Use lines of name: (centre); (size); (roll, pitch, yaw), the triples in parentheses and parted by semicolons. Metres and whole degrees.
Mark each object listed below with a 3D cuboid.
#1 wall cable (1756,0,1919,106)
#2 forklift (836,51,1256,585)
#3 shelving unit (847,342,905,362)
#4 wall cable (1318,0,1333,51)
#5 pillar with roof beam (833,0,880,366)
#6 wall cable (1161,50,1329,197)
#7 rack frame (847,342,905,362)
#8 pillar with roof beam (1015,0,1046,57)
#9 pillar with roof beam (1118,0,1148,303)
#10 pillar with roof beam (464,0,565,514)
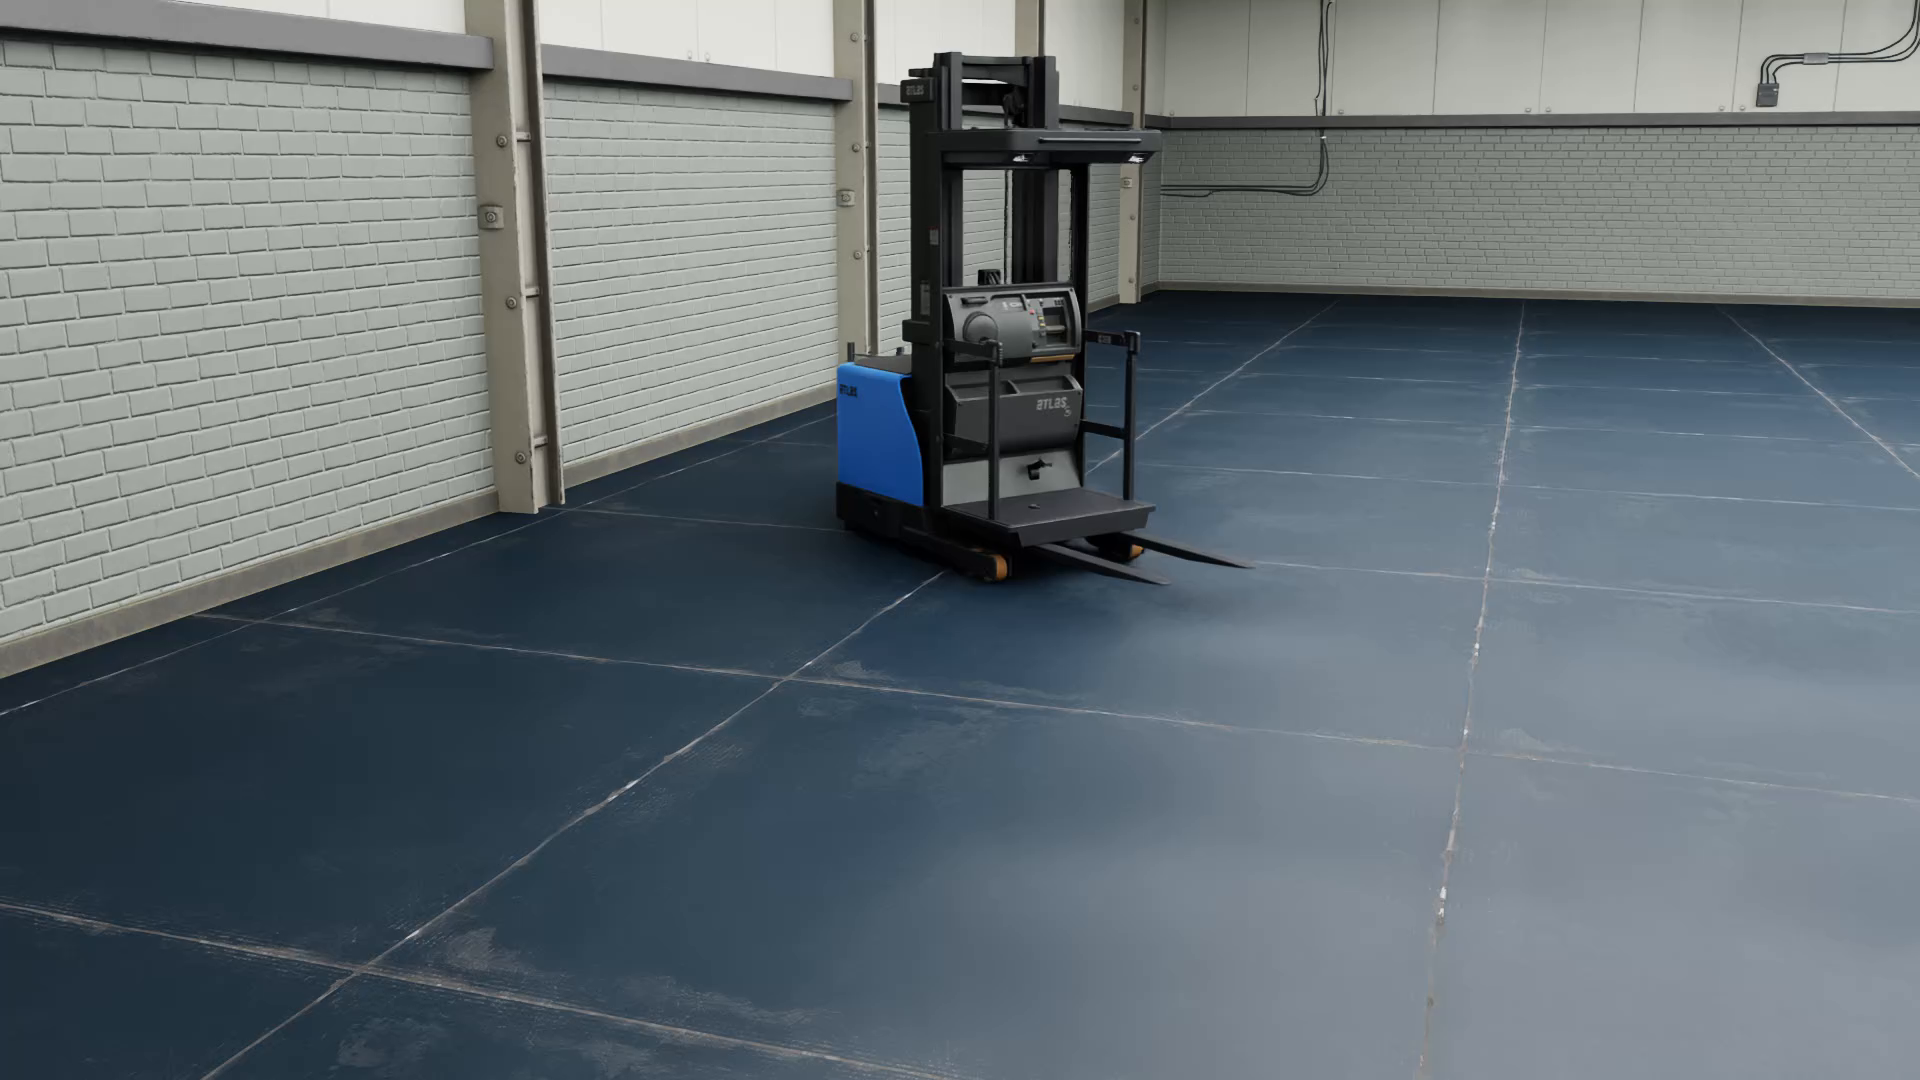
wall cable: (14.039, -9.903, 26.009); (2.305, 6.003, 0.169); (4, 14, 18)
forklift: (0.445, -1.305, 9.619); (1.130, 2.935, 3.031); (-9, 16, -34)
shelving unit: (-0.241, -0.852, 11.694); (0.538, 1.125, 1.048); (11, 17, 39)
wall cable: (7.621, -9.685, 28.327); (3.097, 2.526, 0.112); (4, 14, 18)
pillar with roof beam: (3.048, -5.570, 14.668); (9.100, 9.000, 0.400); (4, 14, 18)
wall cable: (5.062, -7.418, 29.742); (3.097, 2.526, 0.112); (4, 14, 18)
rack frame: (-0.569, -0.766, 11.316); (0.500, 1.125, 0.032); (11, 17, 39)
pillar with roof beam: (4.989, -6.833, 20.203); (9.100, 9.000, 0.400); (4, 14, 18)
pillar with roof beam: (6.931, -8.097, 25.738); (9.100, 9.000, 0.400); (4, 14, 18)
pillar with roof beam: (1.107, -4.307, 9.133); (9.100, 9.000, 0.400); (4, 14, 18)
